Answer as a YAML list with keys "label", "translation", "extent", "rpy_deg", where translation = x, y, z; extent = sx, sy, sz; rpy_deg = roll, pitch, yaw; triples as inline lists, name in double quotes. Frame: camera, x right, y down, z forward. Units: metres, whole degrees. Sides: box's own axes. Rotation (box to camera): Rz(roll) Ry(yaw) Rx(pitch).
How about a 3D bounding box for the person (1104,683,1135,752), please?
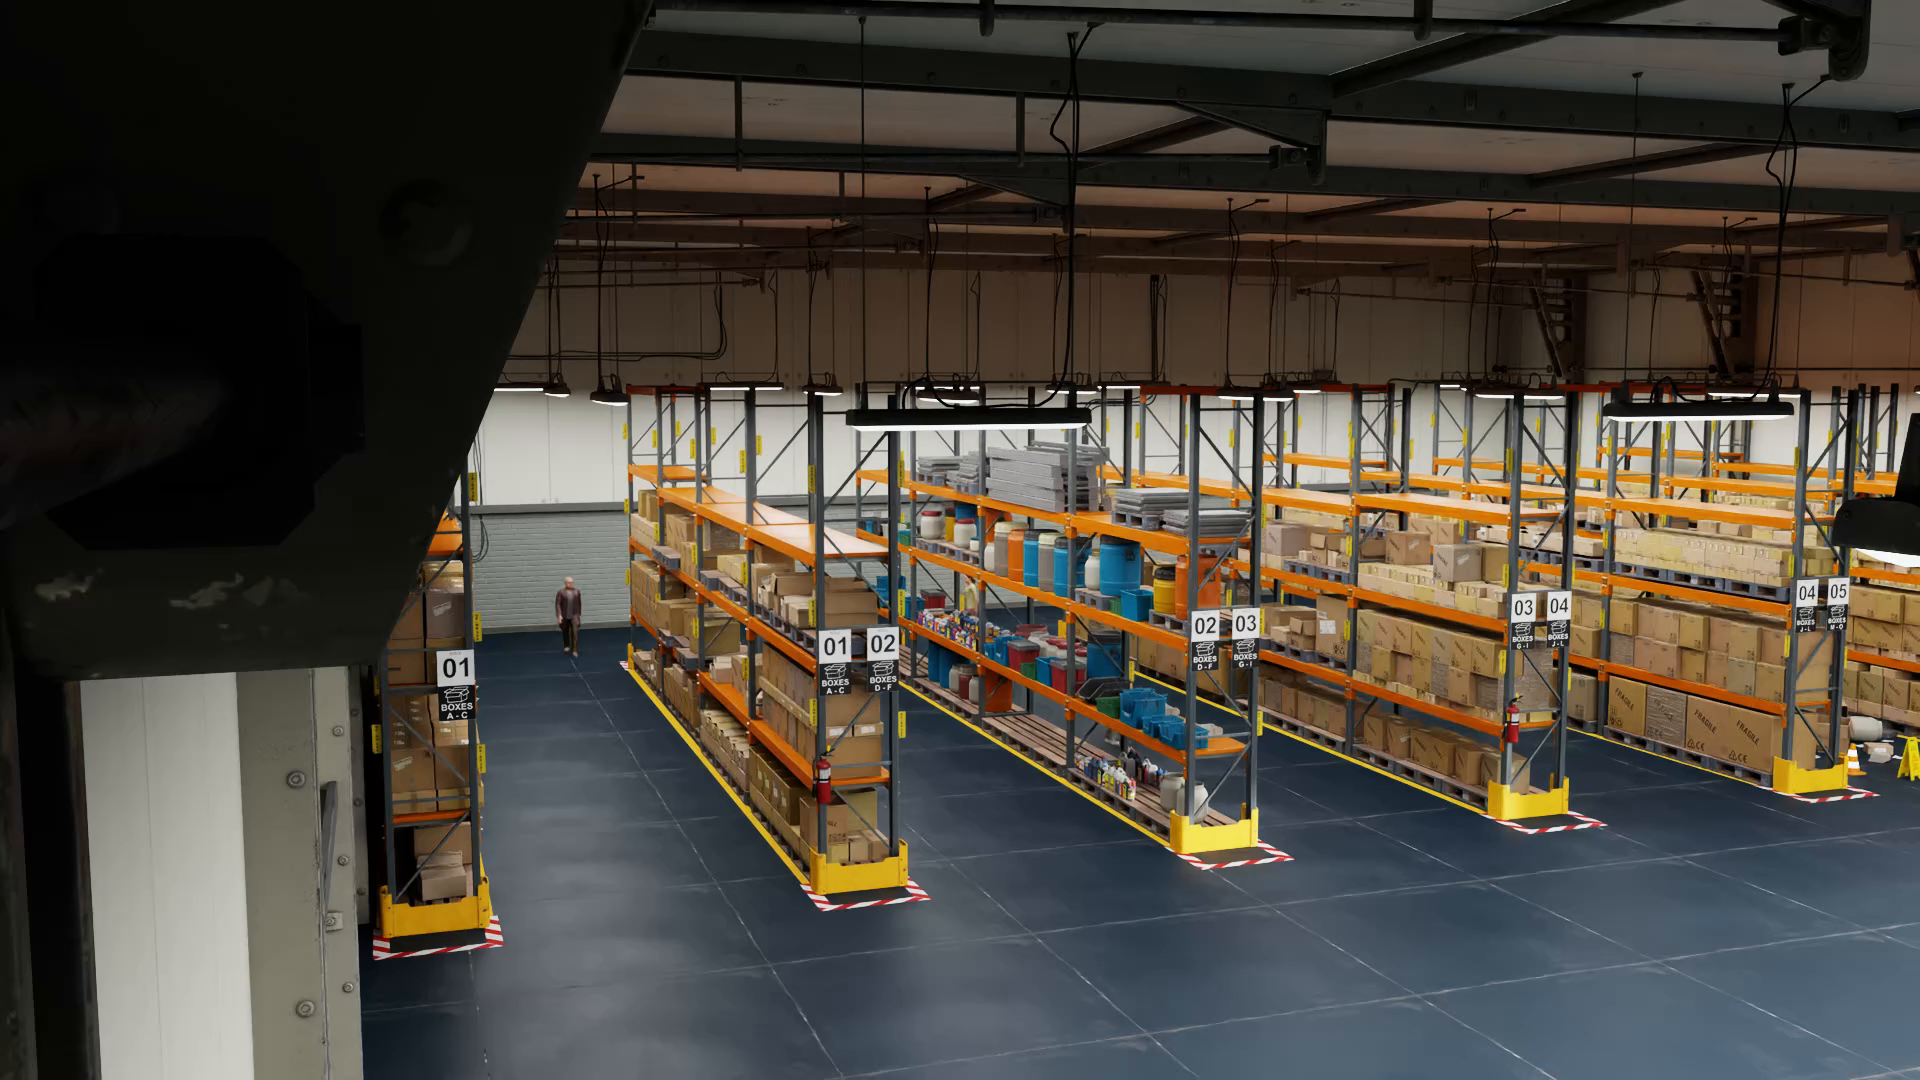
- label: "person"
  translation: [2.715, 2.637, 27.727]
  extent: [0.767, 1.661, 0.483]
  rpy_deg: [5, 8, 39]

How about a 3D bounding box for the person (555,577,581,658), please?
- label: "person"
  translation: [-8.605, 1.774, 36.570]
  extent: [0.577, 1.515, 1.141]
  rpy_deg: [-2, 6, -16]

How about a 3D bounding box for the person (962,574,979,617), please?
- label: "person"
  translation: [0.190, 1.582, 38.046]
  extent: [0.660, 1.680, 0.485]
  rpy_deg: [-1, 6, -12]
